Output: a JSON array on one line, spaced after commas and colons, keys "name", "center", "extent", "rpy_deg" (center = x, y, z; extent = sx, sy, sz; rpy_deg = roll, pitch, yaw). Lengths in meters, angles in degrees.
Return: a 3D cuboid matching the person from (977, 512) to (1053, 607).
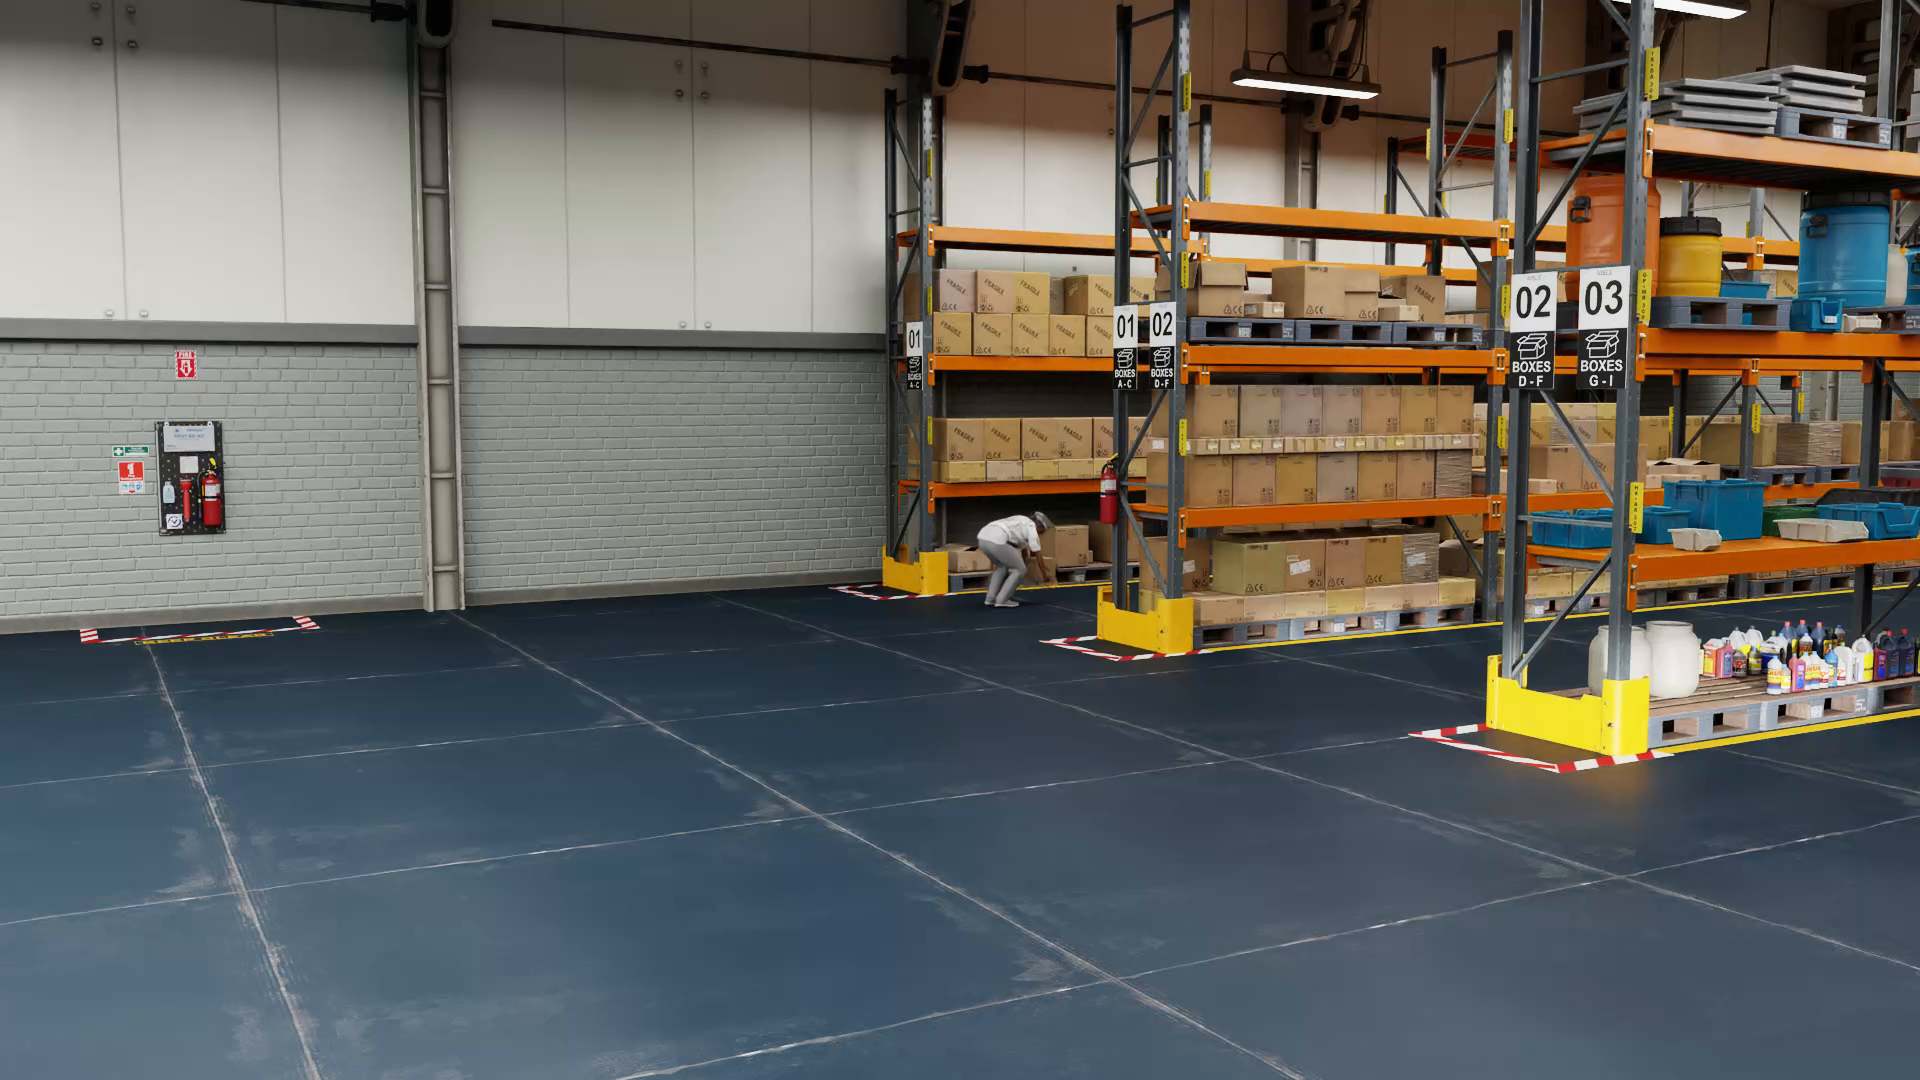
[{"name": "person", "center": [0.638, 0.213, 18.635], "extent": [0.916, 1.041, 0.461], "rpy_deg": [-3, 6, -31]}]
